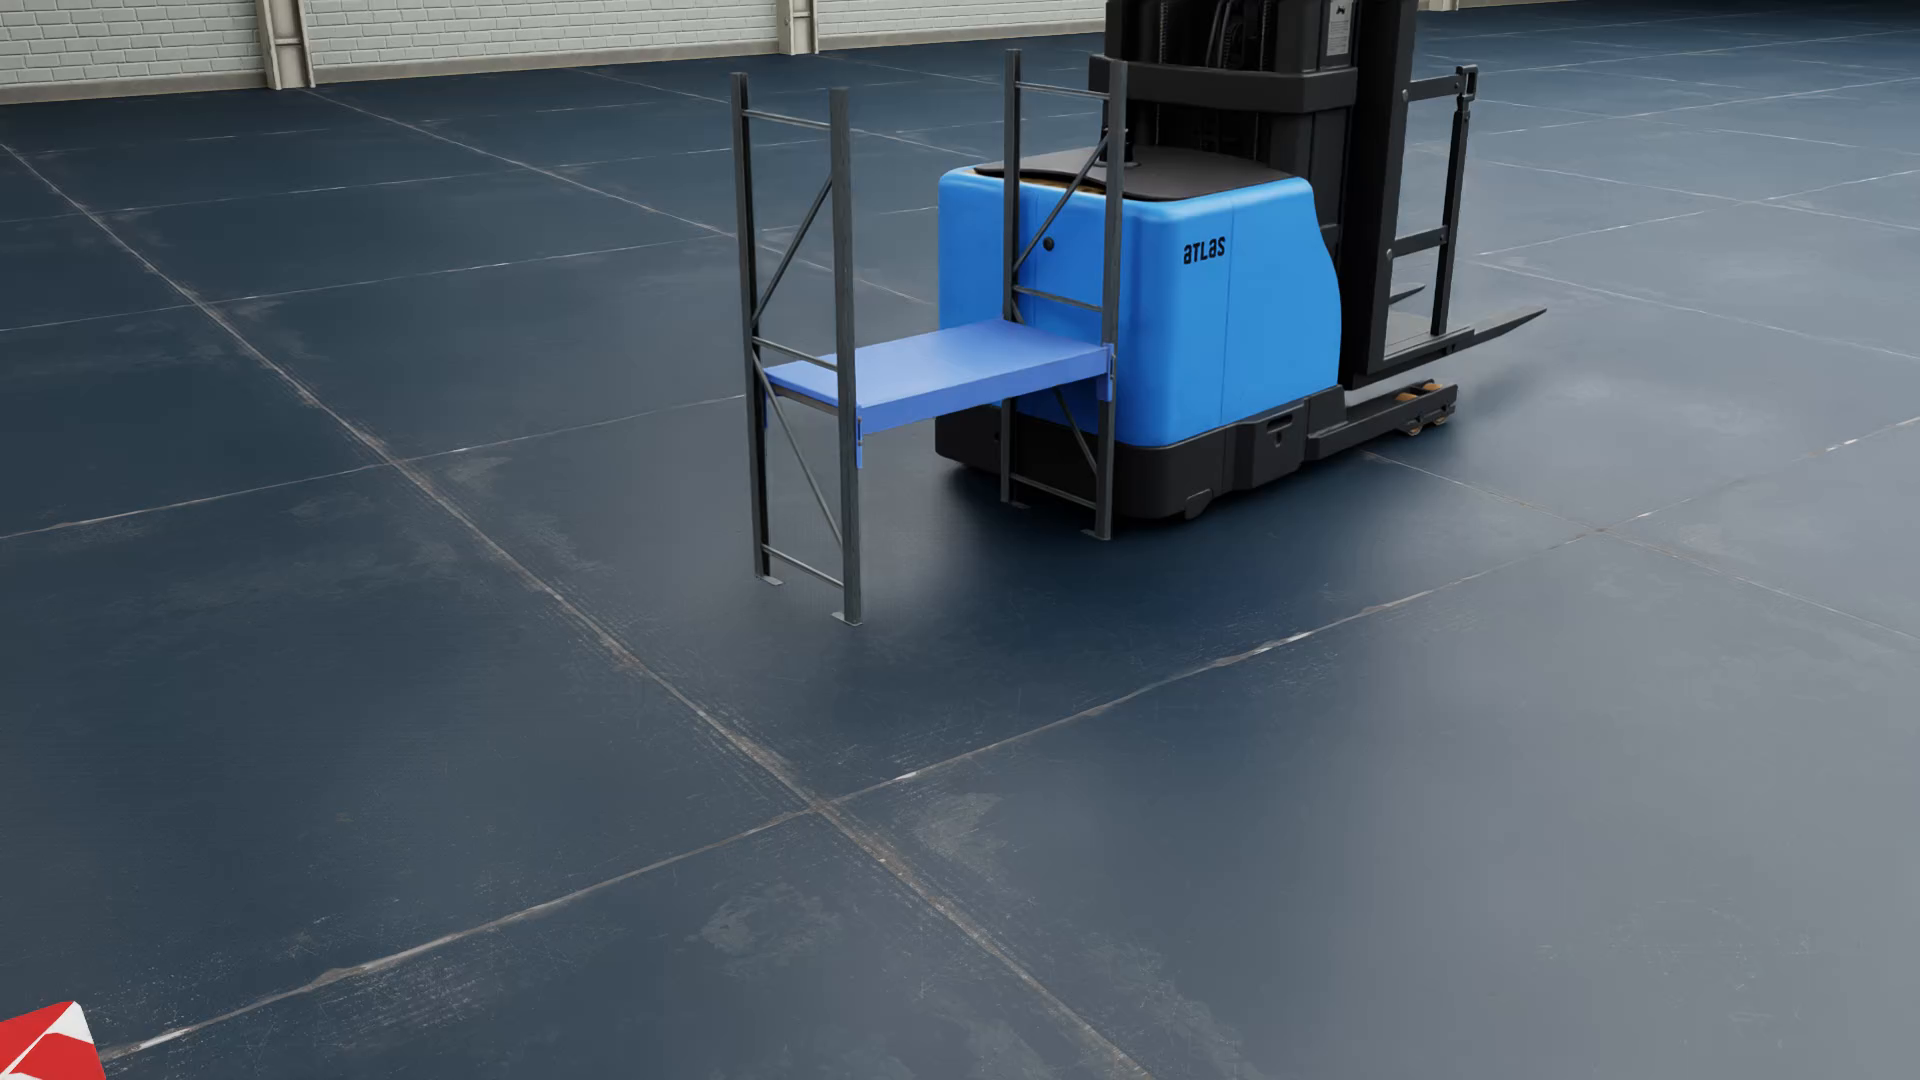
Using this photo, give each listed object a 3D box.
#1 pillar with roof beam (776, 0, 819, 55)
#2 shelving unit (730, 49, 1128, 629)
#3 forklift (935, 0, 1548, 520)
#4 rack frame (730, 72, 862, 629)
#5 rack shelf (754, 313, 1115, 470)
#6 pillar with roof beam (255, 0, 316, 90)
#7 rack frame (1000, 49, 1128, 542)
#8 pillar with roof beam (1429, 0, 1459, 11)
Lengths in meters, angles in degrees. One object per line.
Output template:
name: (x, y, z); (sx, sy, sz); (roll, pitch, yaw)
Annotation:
pillar with roof beam: (0.545, -8.821, 15.360); (0.400, 9.000, 9.100); (-15, 26, -33)
shelving unit: (-0.071, -0.639, 4.975); (1.048, 1.500, 0.538); (-18, 28, -37)
forklift: (1.307, -1.880, 6.152); (1.130, 2.935, 3.031); (20, 29, 41)
rack frame: (-0.457, -0.517, 4.667); (0.032, 1.500, 0.500); (-18, 28, -37)
rack shelf: (-0.071, -0.472, 5.041); (1.000, 0.185, 0.538); (-18, 28, -37)
pillar with roof beam: (-4.325, -7.522, 12.105); (0.400, 9.000, 9.100); (-15, 26, -33)
rack frame: (0.314, -0.762, 5.283); (0.032, 1.500, 0.500); (-18, 28, -37)
pillar with roof beam: (10.286, -11.418, 21.869); (0.400, 9.000, 9.100); (-15, 26, -33)
